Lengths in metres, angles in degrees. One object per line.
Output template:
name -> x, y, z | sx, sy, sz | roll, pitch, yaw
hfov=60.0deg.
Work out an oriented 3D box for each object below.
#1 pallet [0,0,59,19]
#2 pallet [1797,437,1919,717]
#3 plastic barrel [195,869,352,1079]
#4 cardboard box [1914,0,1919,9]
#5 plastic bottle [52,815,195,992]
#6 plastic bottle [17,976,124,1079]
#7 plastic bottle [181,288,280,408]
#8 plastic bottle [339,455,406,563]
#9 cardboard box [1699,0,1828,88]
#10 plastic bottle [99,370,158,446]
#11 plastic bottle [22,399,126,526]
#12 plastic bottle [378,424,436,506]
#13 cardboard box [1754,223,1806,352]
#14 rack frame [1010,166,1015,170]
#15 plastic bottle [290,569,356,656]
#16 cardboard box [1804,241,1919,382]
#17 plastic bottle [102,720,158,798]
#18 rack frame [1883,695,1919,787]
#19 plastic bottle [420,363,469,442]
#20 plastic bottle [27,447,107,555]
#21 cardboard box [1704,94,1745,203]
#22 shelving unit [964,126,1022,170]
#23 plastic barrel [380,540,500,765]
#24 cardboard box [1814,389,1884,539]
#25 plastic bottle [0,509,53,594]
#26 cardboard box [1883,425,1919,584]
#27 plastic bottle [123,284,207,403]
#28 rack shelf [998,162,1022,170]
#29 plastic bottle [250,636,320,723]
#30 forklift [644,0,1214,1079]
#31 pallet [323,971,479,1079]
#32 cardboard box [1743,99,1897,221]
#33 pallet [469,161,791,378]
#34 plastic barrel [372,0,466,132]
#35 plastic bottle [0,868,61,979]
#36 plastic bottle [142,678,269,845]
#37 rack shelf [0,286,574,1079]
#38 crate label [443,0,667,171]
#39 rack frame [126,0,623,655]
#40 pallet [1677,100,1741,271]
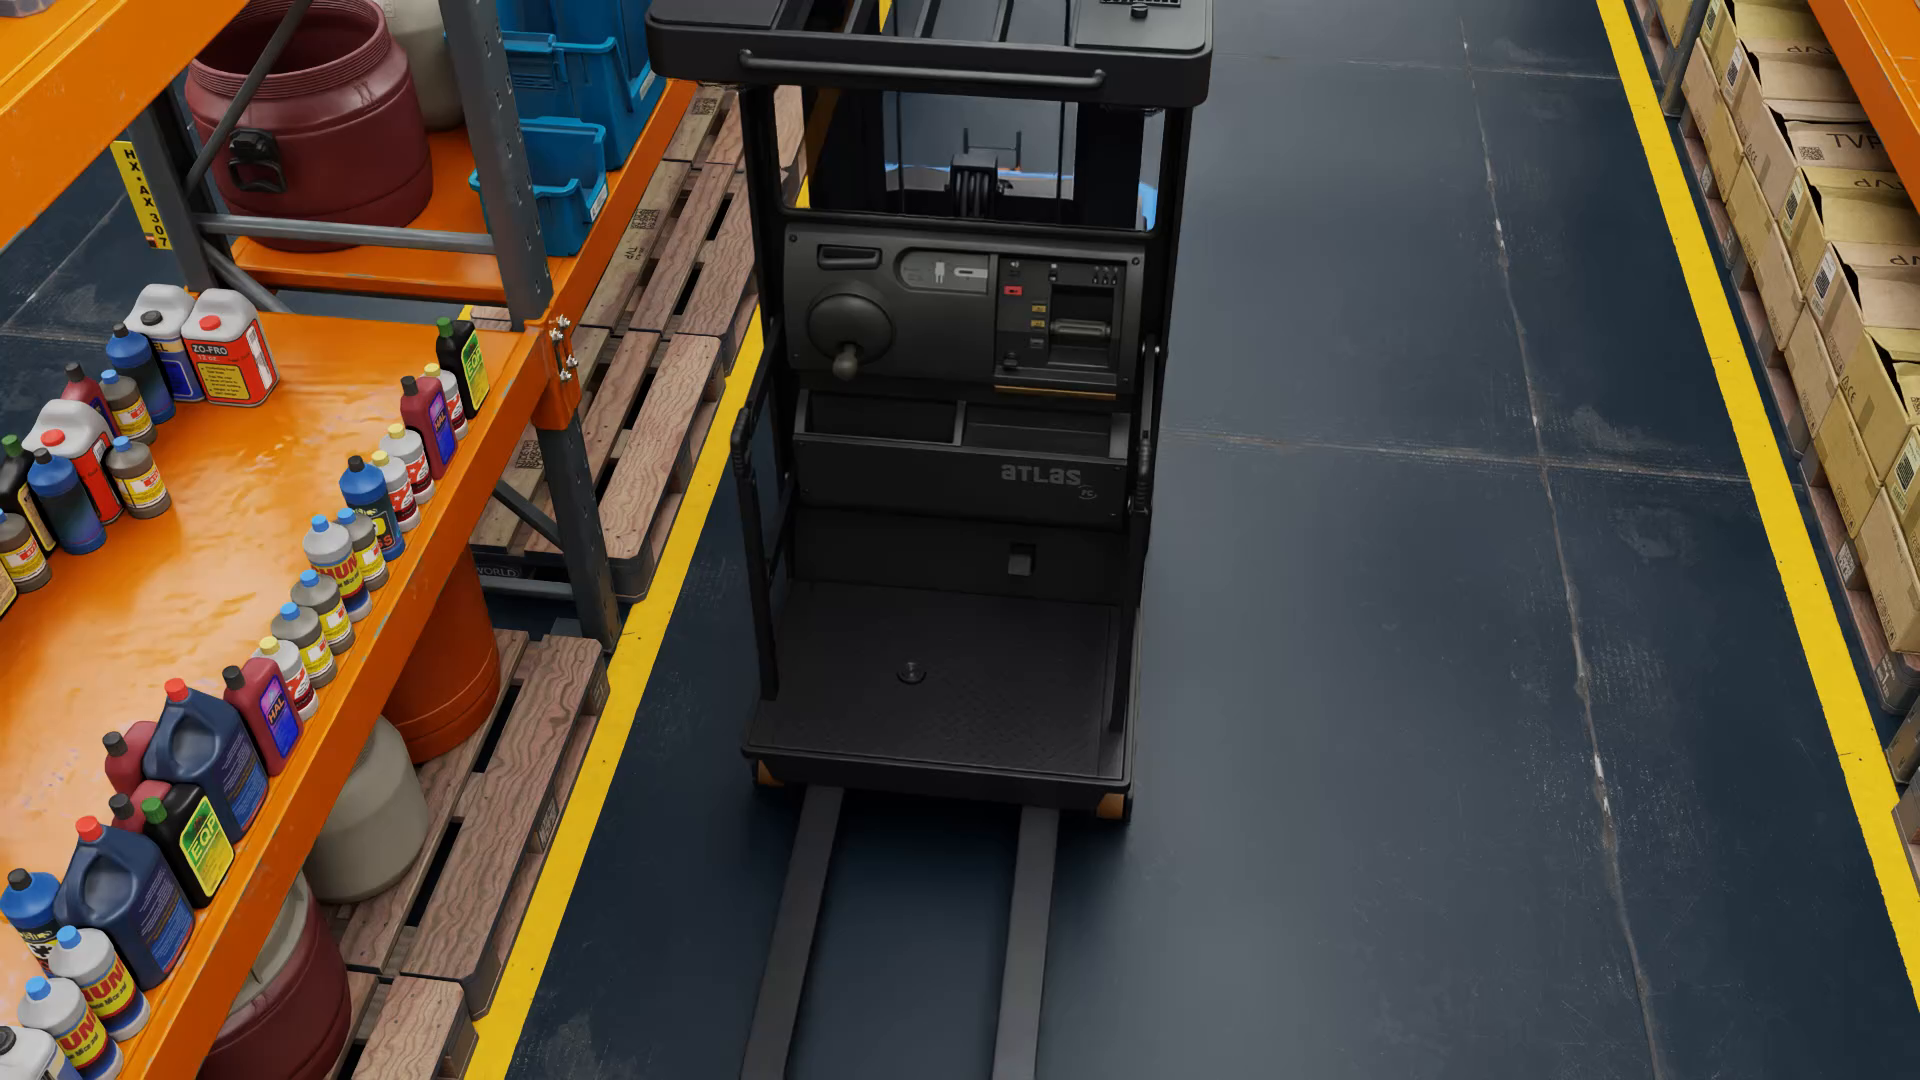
pallet -> -1.807, -1.314, 2.912 | 1.003, 0.211, 1.213 | 5, 44, 6
pallet -> 3.448, 0.102, 5.489 | 1.003, 0.211, 1.213 | 5, 44, 6
plastic barrel -> -1.806, 1.022, 3.938 | 0.600, 0.588, 0.708 | 5, 44, 6
cardboard box -> 3.576, -1.893, 5.495 | 0.500, 0.500, 0.500 | 5, 44, 6
plastic bottle -> -1.495, 0.627, 2.942 | 0.144, 0.351, 0.185 | 5, 44, 6
plastic bottle -> -1.503, 0.820, 2.796 | 0.097, 0.271, 0.097 | 0, 43, 0
plastic bottle -> -1.836, -0.482, 4.167 | 0.152, 0.276, 0.135 | 5, 44, 6
plastic bottle -> -1.329, -0.078, 3.744 | 0.097, 0.271, 0.097 | 0, 43, 0
cardboard box -> 3.528, -2.178, 7.155 | 0.500, 0.311, 0.500 | 5, 44, 6
plastic bottle -> -2.042, -0.325, 4.057 | 0.097, 0.201, 0.097 | 0, 43, 0
plastic bottle -> -2.048, -0.180, 3.849 | 0.152, 0.276, 0.135 | 5, 44, 6
plastic bottle -> -1.303, -0.185, 3.908 | 0.097, 0.201, 0.097 | 0, 43, 0
cardboard box -> 3.328, -0.933, 6.248 | 0.500, 0.250, 0.500 | 6, 44, 6
rack frame -> 0.084, -0.868, 5.903 | 0.200, 1.050, 0.008 | 5, 44, 5
plastic bottle -> -1.368, 0.147, 3.558 | 0.097, 0.201, 0.097 | 0, 43, 0
cardboard box -> 3.257, -0.789, 5.688 | 0.500, 0.311, 0.500 | 5, 44, 5
plastic bottle -> -1.558, 0.443, 3.186 | 0.061, 0.283, 0.133 | 5, 44, 6
rack frame -> 3.301, -0.353, 3.941 | 1.000, 3.000, 0.127 | 5, 44, 6
plastic bottle -> -1.273, -0.342, 4.074 | 0.097, 0.201, 0.097 | 0, 43, 0
plastic bottle -> -2.030, -0.096, 3.764 | 0.097, 0.271, 0.097 | 0, 43, 0
cardboard box -> 3.462, -1.633, 6.987 | 0.500, 0.250, 0.500 | 6, 44, 7
shelving unit -> 0.098, -0.952, 5.991 | 0.215, 1.050, 0.252 | 5, 44, 5
plastic barrel -> -1.657, 0.164, 4.668 | 0.600, 0.830, 0.708 | 5, 44, 6
cardboard box -> 3.193, -0.240, 5.516 | 0.500, 0.250, 0.500 | 5, 44, 5
plastic bottle -> -2.108, 0.014, 3.698 | 0.097, 0.201, 0.097 | 0, 43, 0
cardboard box -> 3.126, -0.090, 4.950 | 0.500, 0.311, 0.500 | 6, 44, 7
plastic bottle -> -1.986, -0.495, 4.182 | 0.152, 0.276, 0.135 | 5, 44, 6
rack shelf -> 0.098, -1.150, 5.804 | 0.215, 0.259, 0.240 | 5, 44, 5
plastic bottle -> -1.393, 0.279, 3.418 | 0.097, 0.201, 0.097 | 0, 43, 0
forklift -> -0.019, -0.503, 4.150 | 1.130, 2.935, 3.031 | 5, 44, 5
pallet -> -1.835, 1.577, 3.931 | 1.003, 0.211, 1.213 | 5, 44, 6
cardboard box -> 3.389, -1.484, 6.423 | 0.500, 0.311, 0.500 | 4, 44, 4
pallet -> -1.304, -1.147, 6.808 | 1.003, 0.211, 1.213 | 5, 44, 6
plastic barrel -> -1.685, -1.567, 5.142 | 0.421, 0.512, 0.421 | 0, 43, 0
plastic bottle -> -1.620, 0.675, 2.950 | 0.097, 0.271, 0.097 | 0, 43, 0
plastic bottle -> -1.453, 0.410, 3.171 | 0.144, 0.351, 0.185 | 5, 44, 6
rack shelf -> -1.873, 0.818, 3.227 | 1.077, 0.370, 4.000 | 5, 44, 6
crate label -> -1.209, -1.471, 5.097 | 0.502, 0.435, 0.616 | 5, 44, 6
rack frame -> -1.609, -0.806, 4.420 | 1.000, 3.000, 0.127 | 5, 44, 6
pallet -> 3.771, -1.561, 7.245 | 1.003, 0.211, 1.213 | 5, 44, 6
